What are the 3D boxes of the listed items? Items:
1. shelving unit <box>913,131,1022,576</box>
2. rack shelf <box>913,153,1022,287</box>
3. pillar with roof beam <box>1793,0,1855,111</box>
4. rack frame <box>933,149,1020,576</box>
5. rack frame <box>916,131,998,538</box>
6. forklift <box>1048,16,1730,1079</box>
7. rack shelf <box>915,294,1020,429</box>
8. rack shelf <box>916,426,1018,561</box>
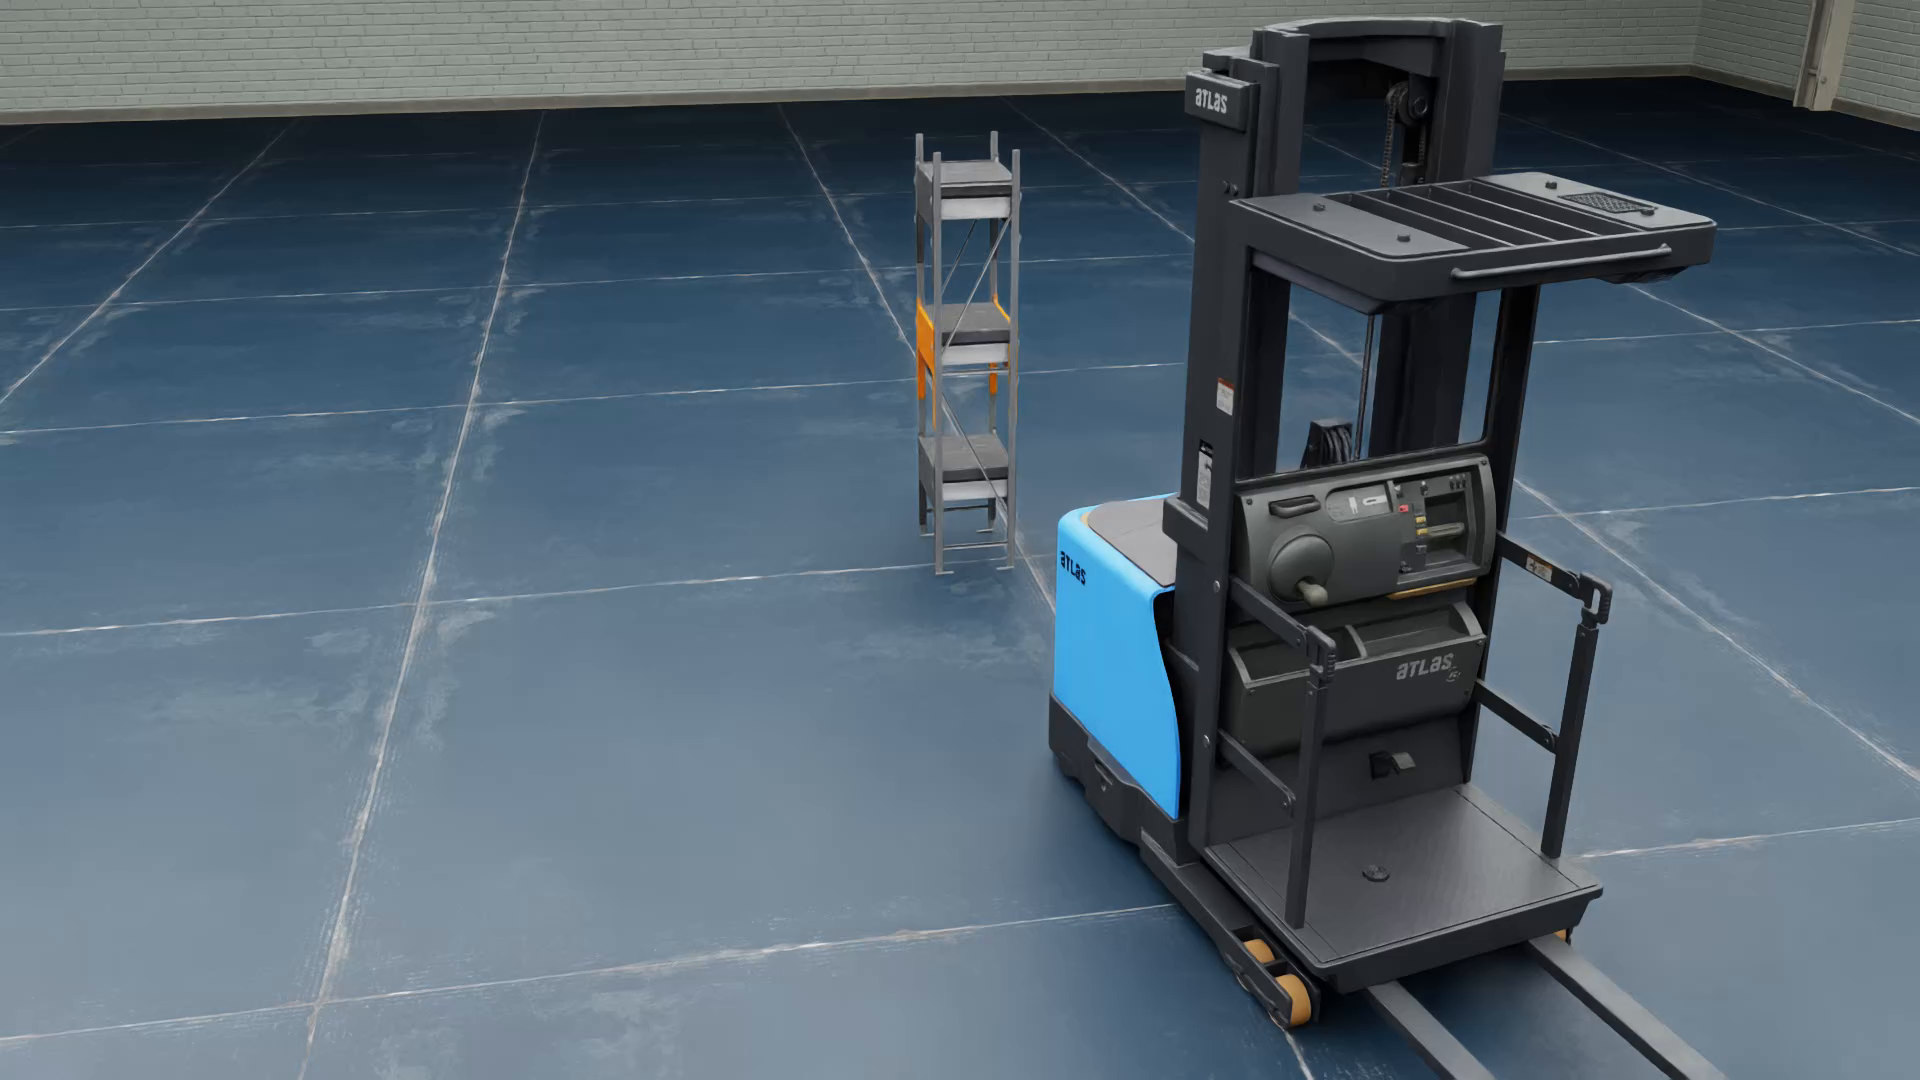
[{"bbox_3d":[0.031,-0.897,8.181,0.431,2.100,0.503,-4,24,-10],"label":"shelving unit"},{"bbox_3d":[0.031,-1.526,7.906,0.431,0.518,0.480,-4,24,-10],"label":"rack shelf"},{"bbox_3d":[6.841,-9.415,19.064,9.100,9.000,0.400,-4,24,-10],"label":"pillar with roof beam"},{"bbox_3d":[0.076,-0.801,7.961,0.400,2.100,0.015,-4,24,-10],"label":"rack frame"},{"bbox_3d":[-0.015,-0.993,8.400,0.400,2.100,0.015,-4,24,-10],"label":"rack frame"},{"bbox_3d":[1.385,0.000,5.088,1.130,2.935,3.031,-9,25,-20],"label":"forklift"},{"bbox_3d":[0.031,-0.885,8.186,0.431,0.518,0.480,-4,24,-10],"label":"rack shelf"},{"bbox_3d":[0.031,-0.243,8.466,0.431,0.518,0.480,-4,24,-10],"label":"rack shelf"}]
